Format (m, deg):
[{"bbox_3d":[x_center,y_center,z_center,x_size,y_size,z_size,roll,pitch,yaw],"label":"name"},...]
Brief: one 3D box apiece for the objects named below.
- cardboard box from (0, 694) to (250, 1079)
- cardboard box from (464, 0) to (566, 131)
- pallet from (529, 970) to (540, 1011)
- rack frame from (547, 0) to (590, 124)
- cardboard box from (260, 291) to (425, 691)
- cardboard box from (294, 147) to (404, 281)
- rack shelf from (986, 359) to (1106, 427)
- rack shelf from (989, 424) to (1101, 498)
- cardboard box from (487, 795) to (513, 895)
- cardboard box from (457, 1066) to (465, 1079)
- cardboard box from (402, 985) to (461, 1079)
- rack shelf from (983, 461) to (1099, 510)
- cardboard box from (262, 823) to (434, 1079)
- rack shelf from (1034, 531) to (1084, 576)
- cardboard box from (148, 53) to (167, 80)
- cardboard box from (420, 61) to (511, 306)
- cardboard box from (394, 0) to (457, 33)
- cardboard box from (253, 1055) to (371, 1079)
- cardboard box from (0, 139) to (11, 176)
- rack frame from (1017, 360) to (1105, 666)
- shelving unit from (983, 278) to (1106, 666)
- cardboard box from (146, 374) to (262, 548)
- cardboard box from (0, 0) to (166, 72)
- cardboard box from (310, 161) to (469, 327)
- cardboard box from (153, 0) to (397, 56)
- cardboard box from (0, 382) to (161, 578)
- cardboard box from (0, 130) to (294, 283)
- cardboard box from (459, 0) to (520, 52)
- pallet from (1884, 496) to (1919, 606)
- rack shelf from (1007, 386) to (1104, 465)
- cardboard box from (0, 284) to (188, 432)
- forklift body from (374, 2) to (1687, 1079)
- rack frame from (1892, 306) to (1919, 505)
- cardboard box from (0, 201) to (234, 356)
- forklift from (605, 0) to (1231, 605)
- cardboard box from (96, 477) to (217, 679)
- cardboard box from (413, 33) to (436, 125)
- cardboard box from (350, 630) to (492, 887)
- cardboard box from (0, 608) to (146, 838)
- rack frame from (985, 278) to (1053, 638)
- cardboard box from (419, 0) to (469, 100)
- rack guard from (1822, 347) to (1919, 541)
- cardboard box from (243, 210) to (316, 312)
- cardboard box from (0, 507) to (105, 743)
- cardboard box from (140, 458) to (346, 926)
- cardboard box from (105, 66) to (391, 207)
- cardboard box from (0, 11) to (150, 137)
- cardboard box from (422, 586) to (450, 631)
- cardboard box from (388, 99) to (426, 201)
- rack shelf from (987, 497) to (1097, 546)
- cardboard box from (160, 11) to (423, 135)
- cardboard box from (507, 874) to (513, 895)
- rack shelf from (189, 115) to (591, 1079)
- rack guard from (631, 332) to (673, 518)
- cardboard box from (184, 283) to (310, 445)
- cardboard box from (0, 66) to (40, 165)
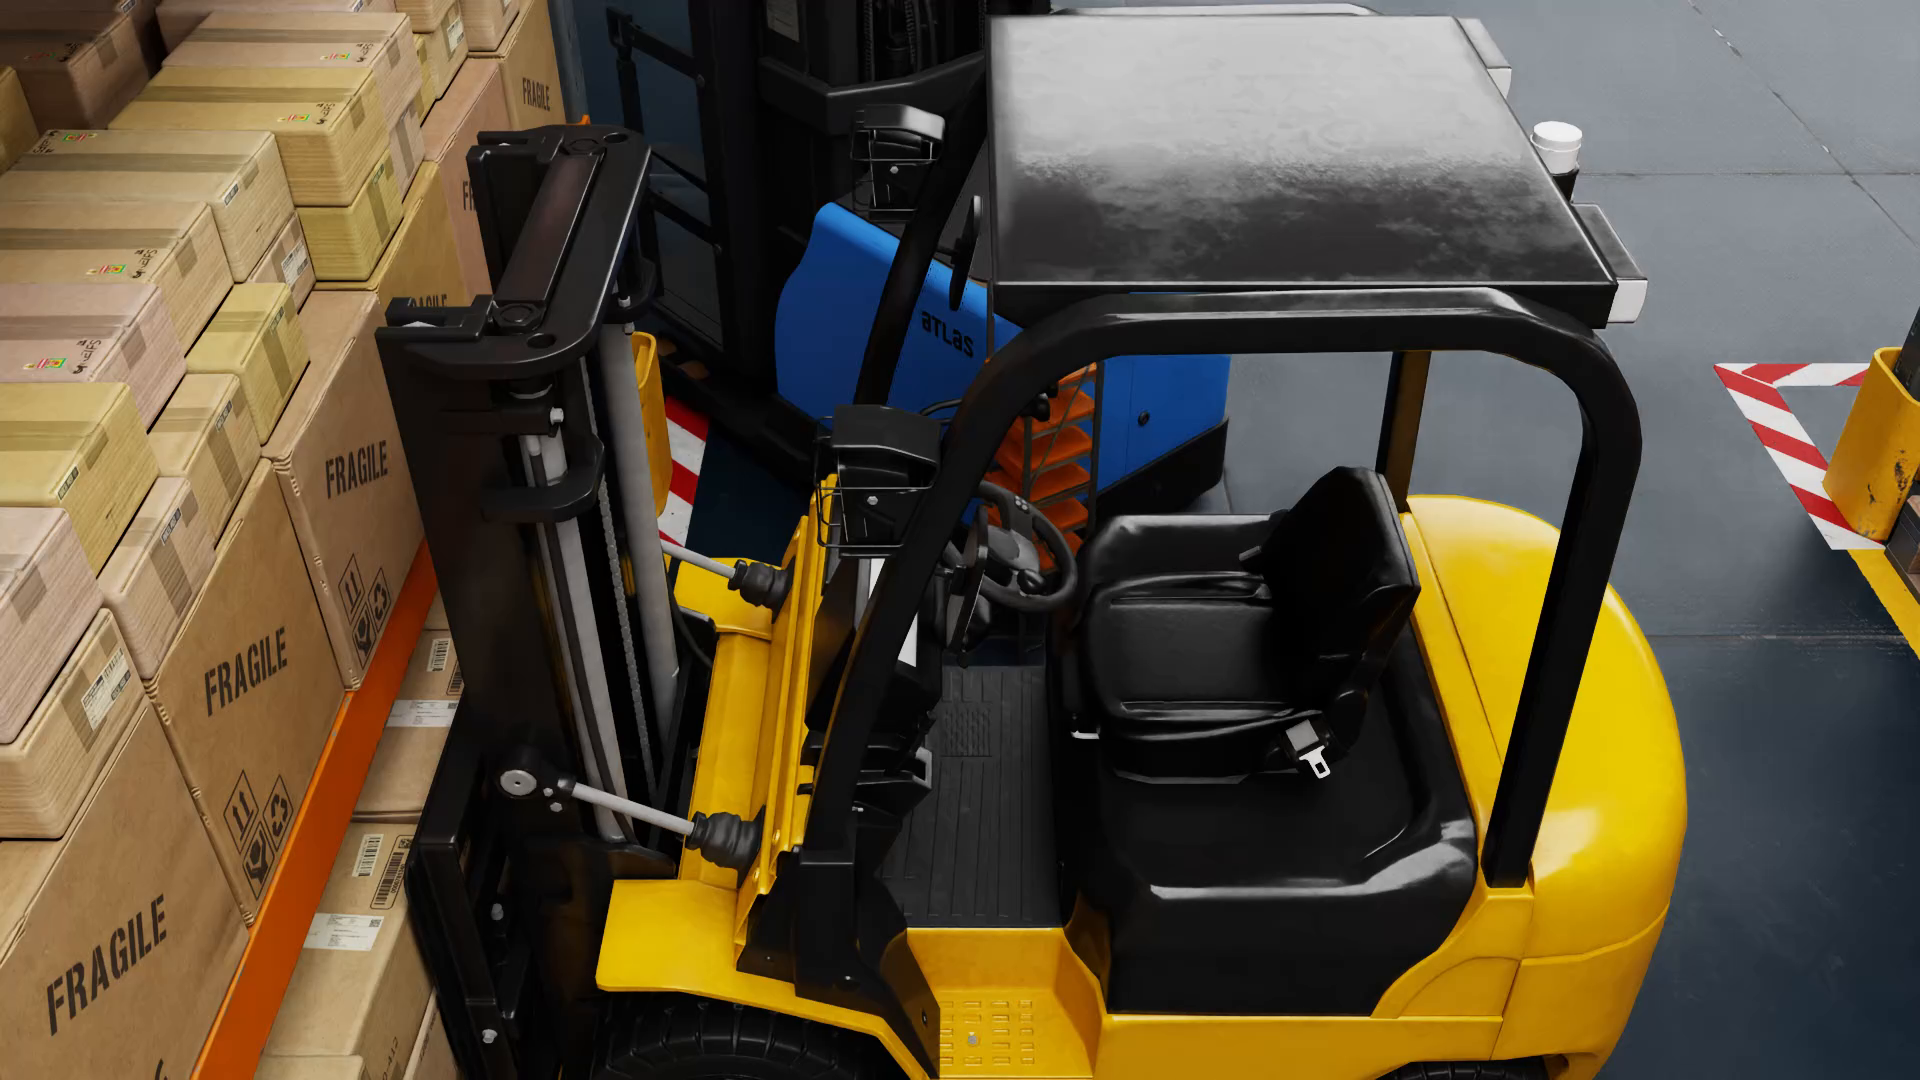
[{"bbox_3d":[-1.293,0.541,2.096,0.500,0.500,0.500,1,39,1],"label":"cardboard box"},{"bbox_3d":[-1.278,-1.049,4.081,0.500,0.500,0.500,-1,39,-1],"label":"cardboard box"},{"bbox_3d":[-1.499,1.010,3.821,1.003,0.211,1.213,0,39,0],"label":"pallet"},{"bbox_3d":[-1.541,-1.318,4.496,1.000,3.000,0.127,0,39,0],"label":"rack frame"},{"bbox_3d":[-1.274,-0.090,2.884,0.500,0.500,0.500,0,39,0],"label":"cardboard box"},{"bbox_3d":[-1.234,-0.591,2.990,0.380,0.149,0.250,0,39,0],"label":"cardboard box"},{"bbox_3d":[0.219,-0.416,4.306,0.258,0.103,0.180,-21,43,-24],"label":"rack shelf"},{"bbox_3d":[0.219,-0.229,4.456,0.258,0.103,0.180,-21,43,-24],"label":"rack shelf"},{"bbox_3d":[-1.219,0.650,3.504,0.500,0.250,0.500,0,39,0],"label":"cardboard box"},{"bbox_3d":[-1.238,1.151,3.278,0.500,0.250,0.500,1,39,1],"label":"cardboard box"},{"bbox_3d":[-1.220,0.966,3.109,0.500,0.250,0.500,0,39,0],"label":"cardboard box"},{"bbox_3d":[0.219,-0.136,4.531,0.258,0.103,0.180,-21,43,-24],"label":"rack shelf"},{"bbox_3d":[-1.225,0.769,2.955,0.500,0.250,0.500,1,39,1],"label":"cardboard box"},{"bbox_3d":[0.219,0.052,4.681,0.258,0.103,0.180,-21,43,-24],"label":"rack shelf"},{"bbox_3d":[-1.802,-0.917,3.397,0.380,0.149,0.250,-1,39,-2],"label":"cardboard box"},{"bbox_3d":[-1.286,-0.725,3.676,0.500,0.500,0.500,1,39,1],"label":"cardboard box"},{"bbox_3d":[-1.271,-1.184,3.493,0.380,0.149,0.250,1,39,1],"label":"cardboard box"},{"bbox_3d":[-1.213,1.080,2.567,0.500,0.250,0.500,0,39,0],"label":"cardboard box"},{"bbox_3d":[-1.781,-0.548,2.699,0.380,0.149,0.250,0,39,0],"label":"cardboard box"},{"bbox_3d":[0.267,-0.121,4.442,0.240,1.200,0.006,-21,43,-24],"label":"rack frame"},{"bbox_3d":[0.219,-0.170,4.503,0.258,1.200,0.189,-21,43,-24],"label":"shelving unit"},{"bbox_3d":[-1.246,-0.108,2.388,0.380,0.149,0.250,-1,39,-1],"label":"cardboard box"},{"bbox_3d":[-1.788,-1.032,3.303,0.380,0.149,0.250,0,39,0],"label":"cardboard box"},{"bbox_3d":[-1.285,-0.404,3.276,0.500,0.500,0.500,-1,39,-1],"label":"cardboard box"},{"bbox_3d":[-1.345,-1.028,3.298,0.380,0.149,0.250,0,39,0],"label":"cardboard box"},{"bbox_3d":[-1.265,-0.070,2.103,0.380,0.149,0.250,-1,39,-1],"label":"cardboard box"},{"bbox_3d":[-1.322,-0.543,2.692,0.380,0.149,0.250,0,39,1],"label":"cardboard box"},{"bbox_3d":[-1.230,-1.233,3.792,0.380,0.149,0.250,1,39,1],"label":"cardboard box"},{"bbox_3d":[3.389,0.320,4.682,1.003,0.211,1.213,0,39,0],"label":"pallet"},{"bbox_3d":[0.219,-0.323,4.381,0.258,0.103,0.180,-21,43,-24],"label":"rack shelf"},{"bbox_3d":[-1.321,-0.230,2.301,0.380,0.149,0.250,0,39,0],"label":"cardboard box"},{"bbox_3d":[0.286,0.198,3.283,2.313,2.155,1.214,0,39,0],"label":"forklift body"},{"bbox_3d":[3.423,-1.324,4.503,1.000,3.000,0.127,0,39,0],"label":"rack frame"},{"bbox_3d":[-1.339,-0.385,2.496,0.380,0.149,0.250,0,39,0],"label":"cardboard box"},{"bbox_3d":[-0.502,-1.793,5.144,1.130,2.935,3.031,-29,47,-31],"label":"forklift"},{"bbox_3d":[-1.228,0.049,2.192,0.380,0.149,0.250,0,39,-1],"label":"cardboard box"},{"bbox_3d":[-1.302,-0.916,3.396,0.380,0.149,0.250,0,39,0],"label":"cardboard box"},{"bbox_3d":[-1.218,0.441,3.365,0.500,0.250,0.500,-1,39,-1],"label":"cardboard box"},{"bbox_3d":[-1.230,0.213,1.987,0.380,0.149,0.250,1,39,1],"label":"cardboard box"},{"bbox_3d":[0.172,-0.219,4.564,0.240,1.200,0.006,-21,43,-24],"label":"rack frame"},{"bbox_3d":[-1.291,-1.071,3.589,0.380,0.149,0.250,1,39,1],"label":"cardboard box"},{"bbox_3d":[3.423,-0.301,5.225,1.175,0.500,0.348,0,39,0],"label":"rack guard"},{"bbox_3d":[-1.324,-0.435,2.795,0.380,0.149,0.250,0,39,0],"label":"cardboard box"},{"bbox_3d":[-1.237,0.092,1.900,0.380,0.149,0.250,1,39,1],"label":"cardboard box"},{"bbox_3d":[-1.294,0.225,2.491,0.500,0.500,0.500,0,39,0],"label":"cardboard box"},{"bbox_3d":[-1.228,-0.704,2.893,0.380,0.149,0.250,1,39,1],"label":"cardboard box"},{"bbox_3d":[-1.762,-0.867,3.097,0.380,0.149,0.250,1,39,1],"label":"cardboard box"},{"bbox_3d":[-1.211,0.124,3.760,0.500,0.250,0.500,0,39,1],"label":"cardboard box"},{"bbox_3d":[-1.255,-0.749,3.187,0.380,0.149,0.250,-1,39,-2],"label":"cardboard box"},{"bbox_3d":[0.219,-0.042,4.606,0.258,0.103,0.180,-21,43,-24],"label":"rack shelf"},{"bbox_3d":[-1.234,-0.866,3.095,0.380,0.149,0.250,1,39,1],"label":"cardboard box"},{"bbox_3d":[-1.219,0.834,3.674,0.500,0.250,0.500,1,39,1],"label":"cardboard box"},{"bbox_3d":[-1.538,0.214,3.160,1.077,0.370,4.000,0,39,0],"label":"rack shelf"},{"bbox_3d":[-1.541,-0.357,5.296,1.175,0.500,0.348,0,39,0],"label":"rack guard"},{"bbox_3d":[-1.255,-0.275,2.596,0.380,0.149,0.250,-1,39,-1],"label":"cardboard box"},{"bbox_3d":[-1.860,-0.703,2.892,0.380,0.149,0.250,-1,39,-1],"label":"cardboard box"}]
